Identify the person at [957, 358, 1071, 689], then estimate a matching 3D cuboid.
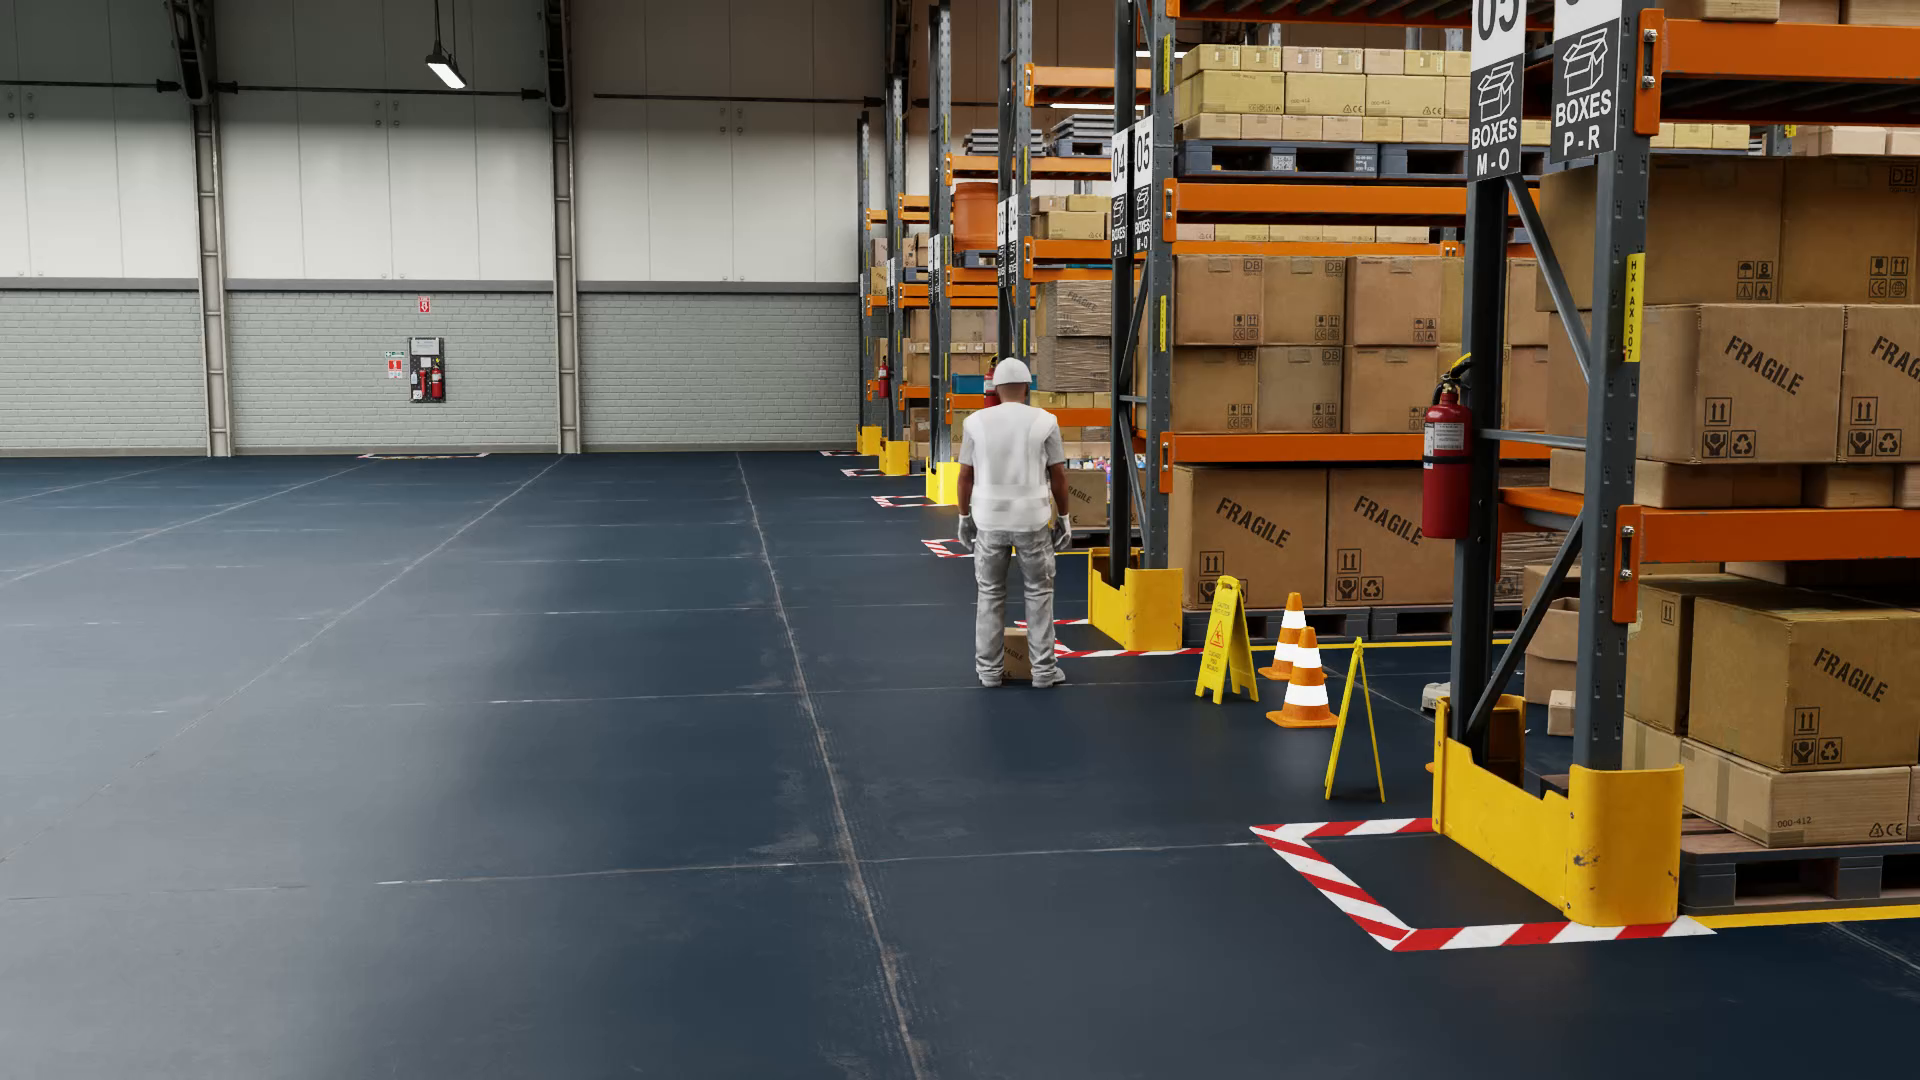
[{"bbox_3d":[0.294,-0.094,9.000,0.615,1.773,0.451,1,6,9],"label":"person"}]
